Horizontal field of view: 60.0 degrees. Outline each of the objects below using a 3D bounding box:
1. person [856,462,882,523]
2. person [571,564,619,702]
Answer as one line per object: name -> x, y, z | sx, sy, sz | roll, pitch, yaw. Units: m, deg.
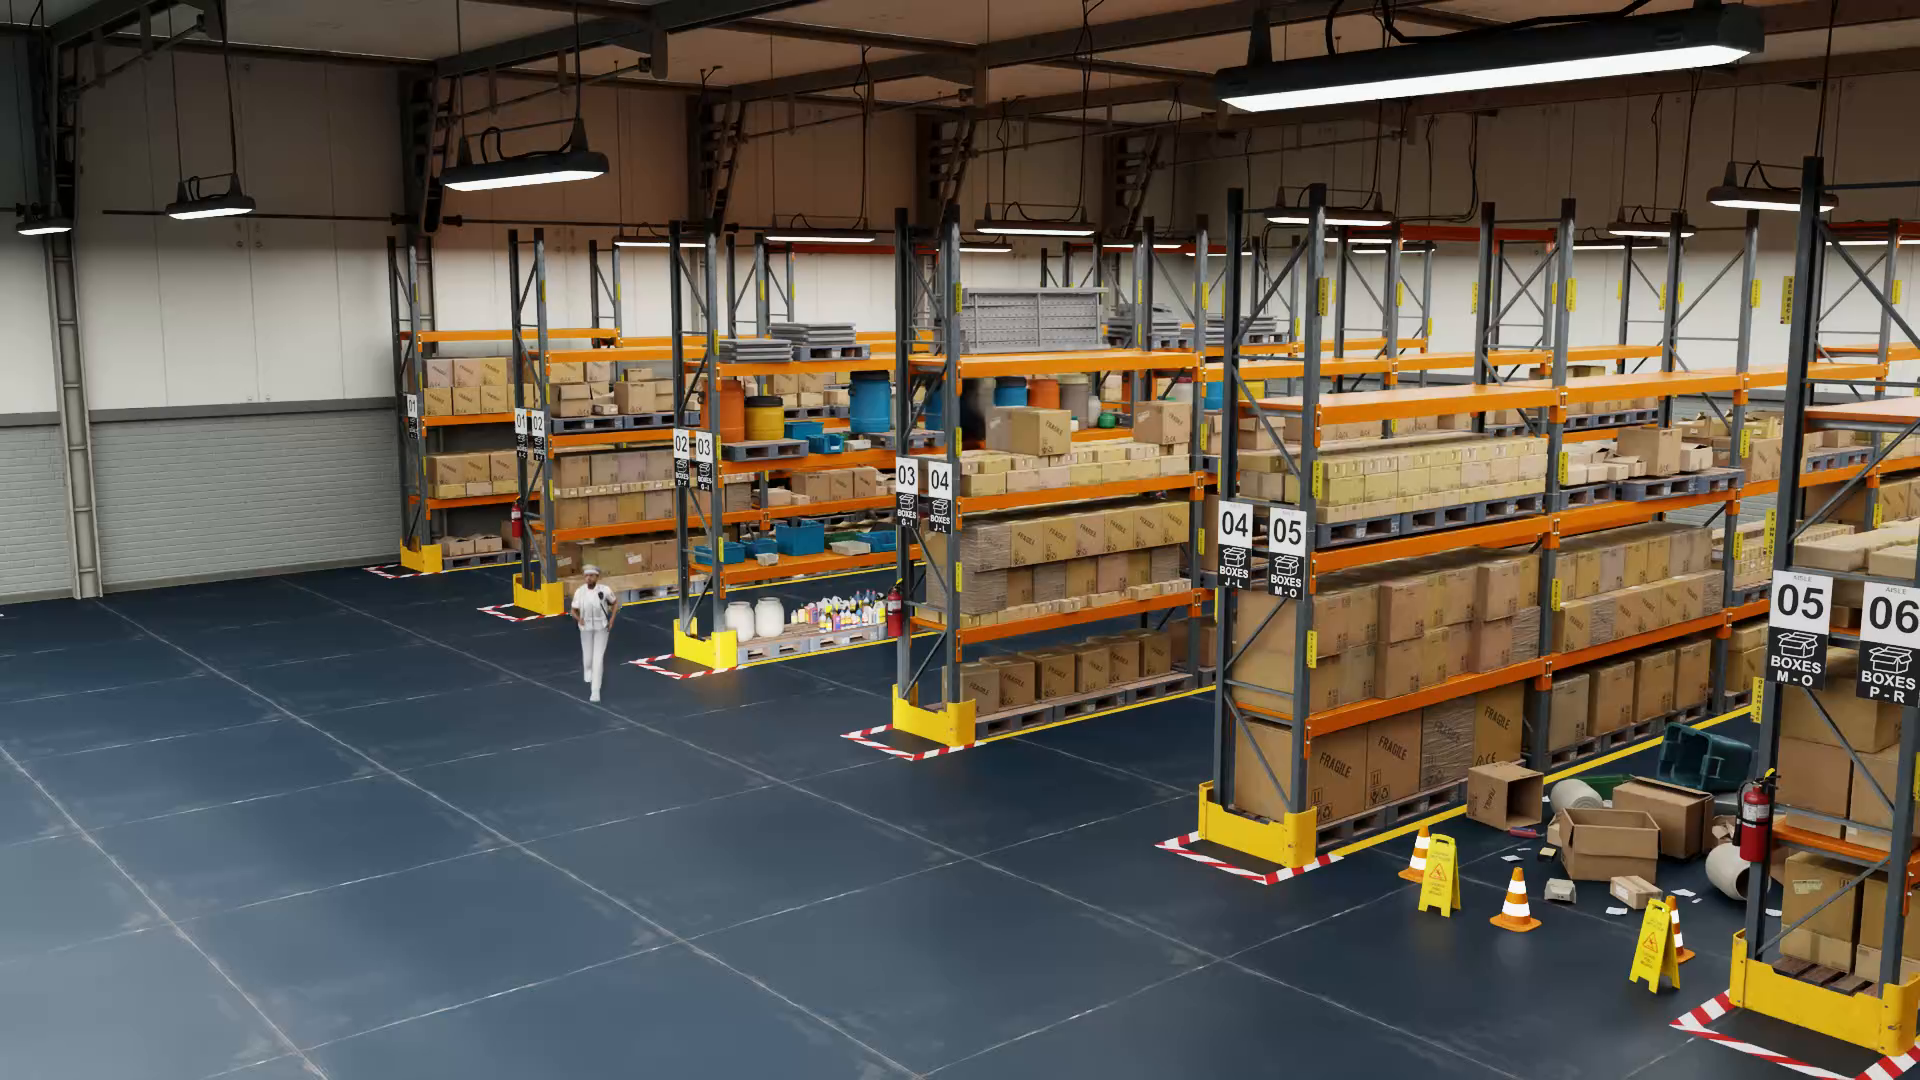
person -> -1.930, -0.921, 34.274 | 0.637, 1.731, 0.876 | 7, 11, 38
person -> -4.608, 1.130, 21.025 | 0.588, 1.701, 0.859 | -1, 9, -6
